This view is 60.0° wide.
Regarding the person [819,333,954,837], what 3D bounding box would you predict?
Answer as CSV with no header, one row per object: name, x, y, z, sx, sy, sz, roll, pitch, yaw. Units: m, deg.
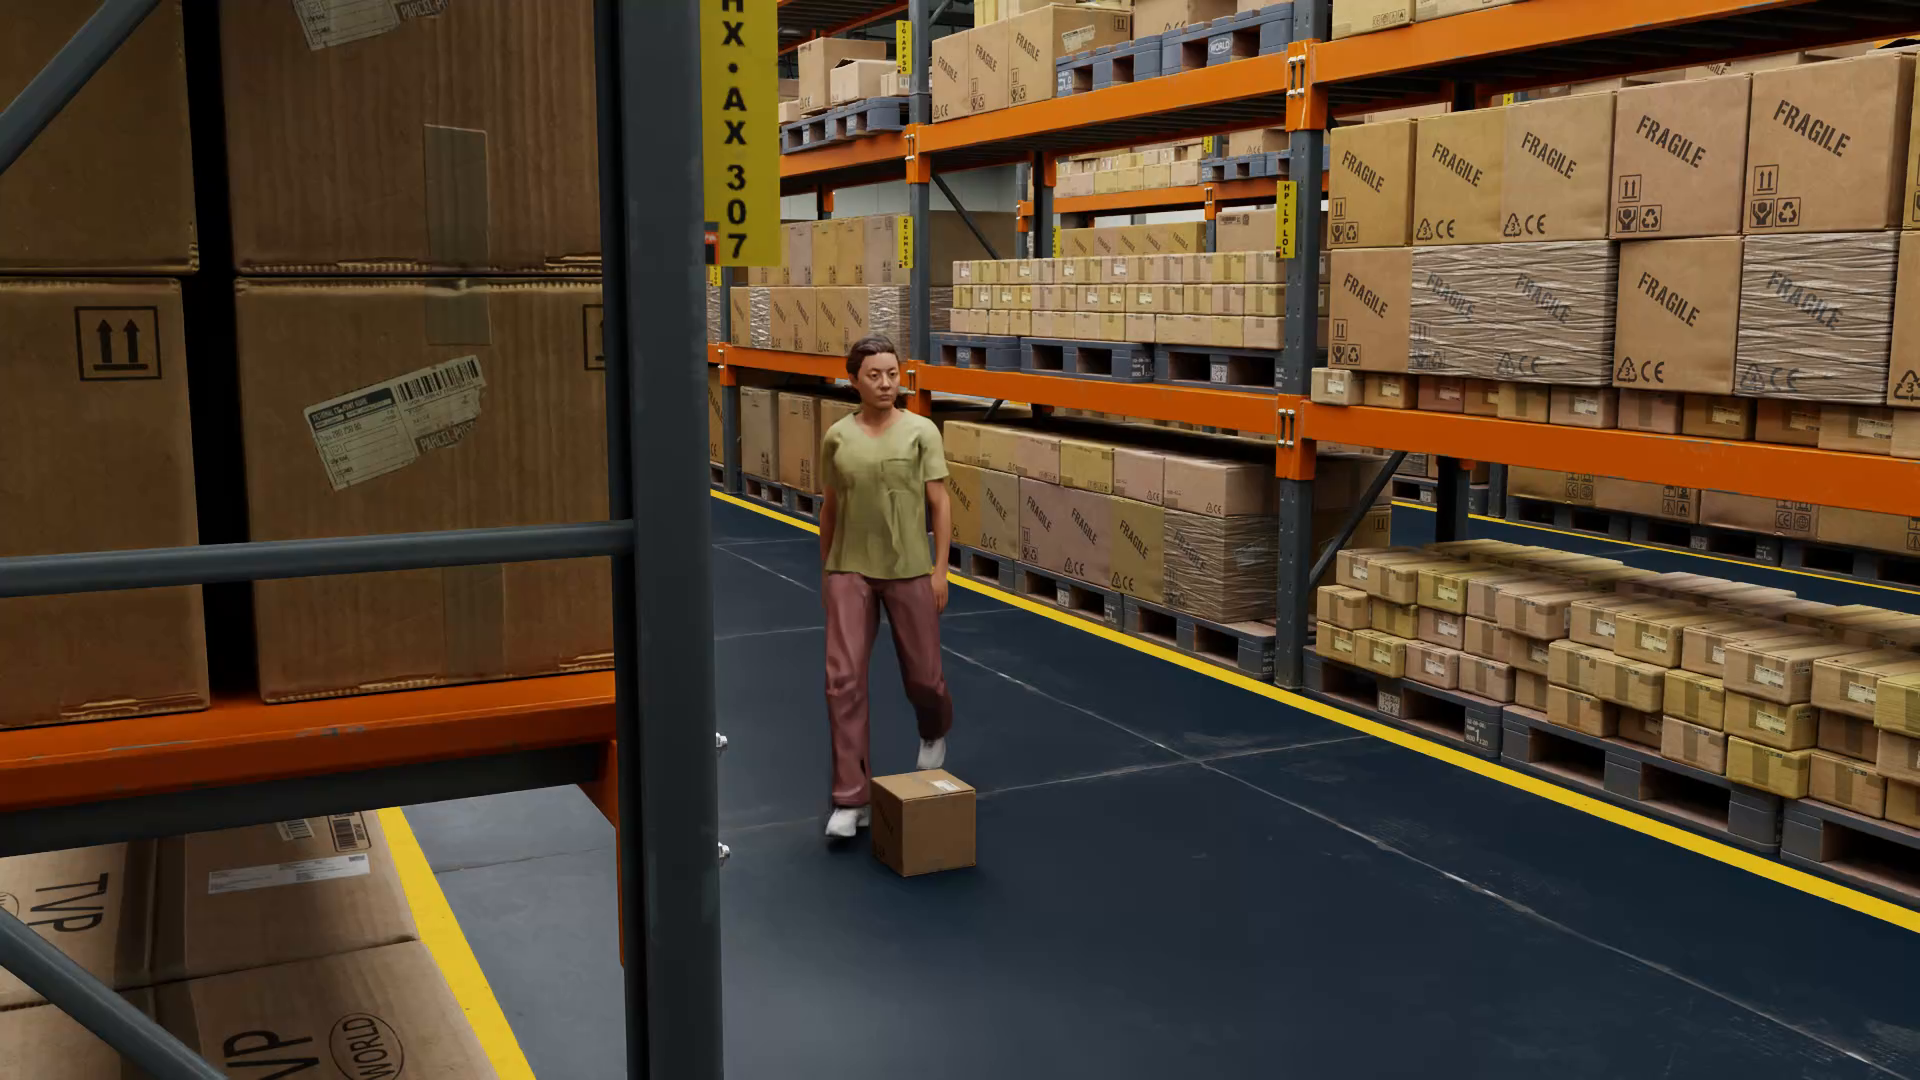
person,-0.267,0.123,5.625,0.464,1.629,0.896,1,9,6
